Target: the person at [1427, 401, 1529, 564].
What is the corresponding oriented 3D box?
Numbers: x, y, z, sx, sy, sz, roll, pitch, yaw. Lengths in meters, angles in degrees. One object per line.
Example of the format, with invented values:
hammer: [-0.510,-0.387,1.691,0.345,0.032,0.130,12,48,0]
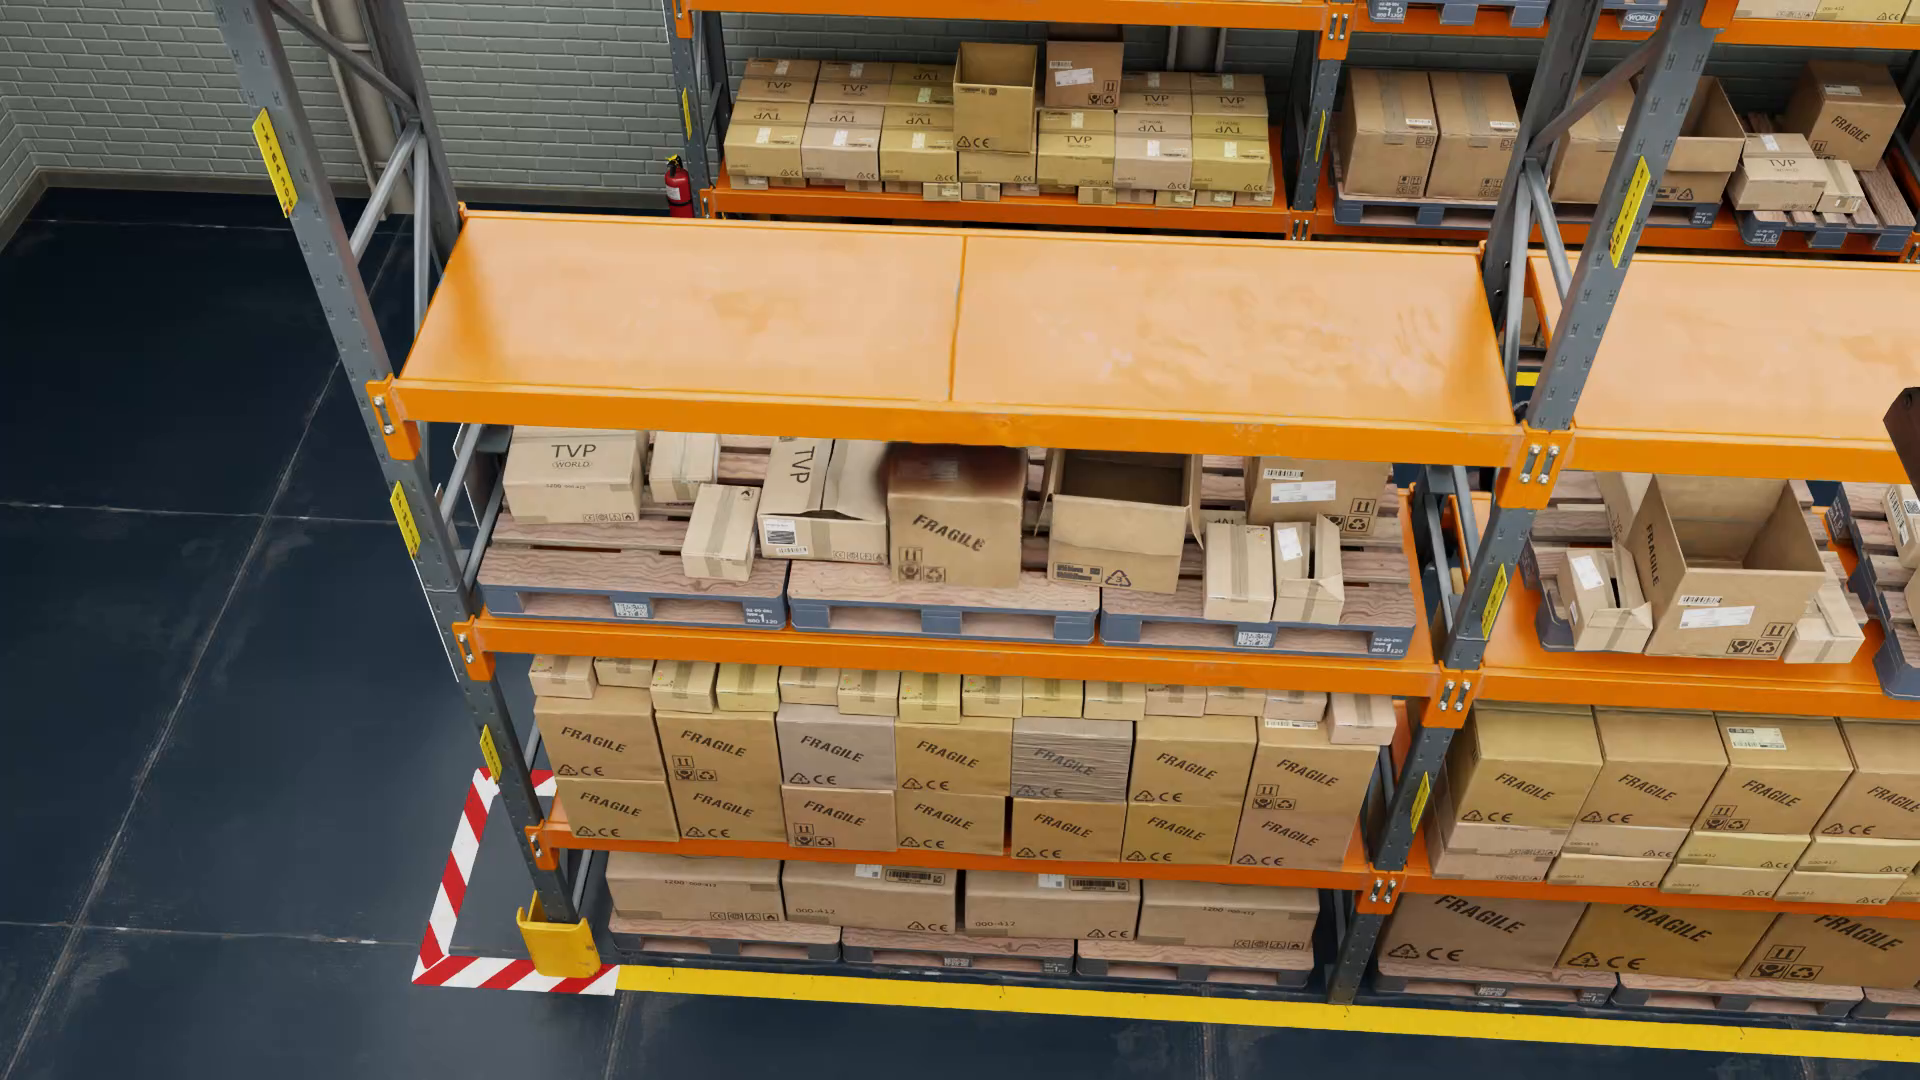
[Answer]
person: [3.155,-0.251,9.778,0.793,1.690,0.578,-6,48,-5]
